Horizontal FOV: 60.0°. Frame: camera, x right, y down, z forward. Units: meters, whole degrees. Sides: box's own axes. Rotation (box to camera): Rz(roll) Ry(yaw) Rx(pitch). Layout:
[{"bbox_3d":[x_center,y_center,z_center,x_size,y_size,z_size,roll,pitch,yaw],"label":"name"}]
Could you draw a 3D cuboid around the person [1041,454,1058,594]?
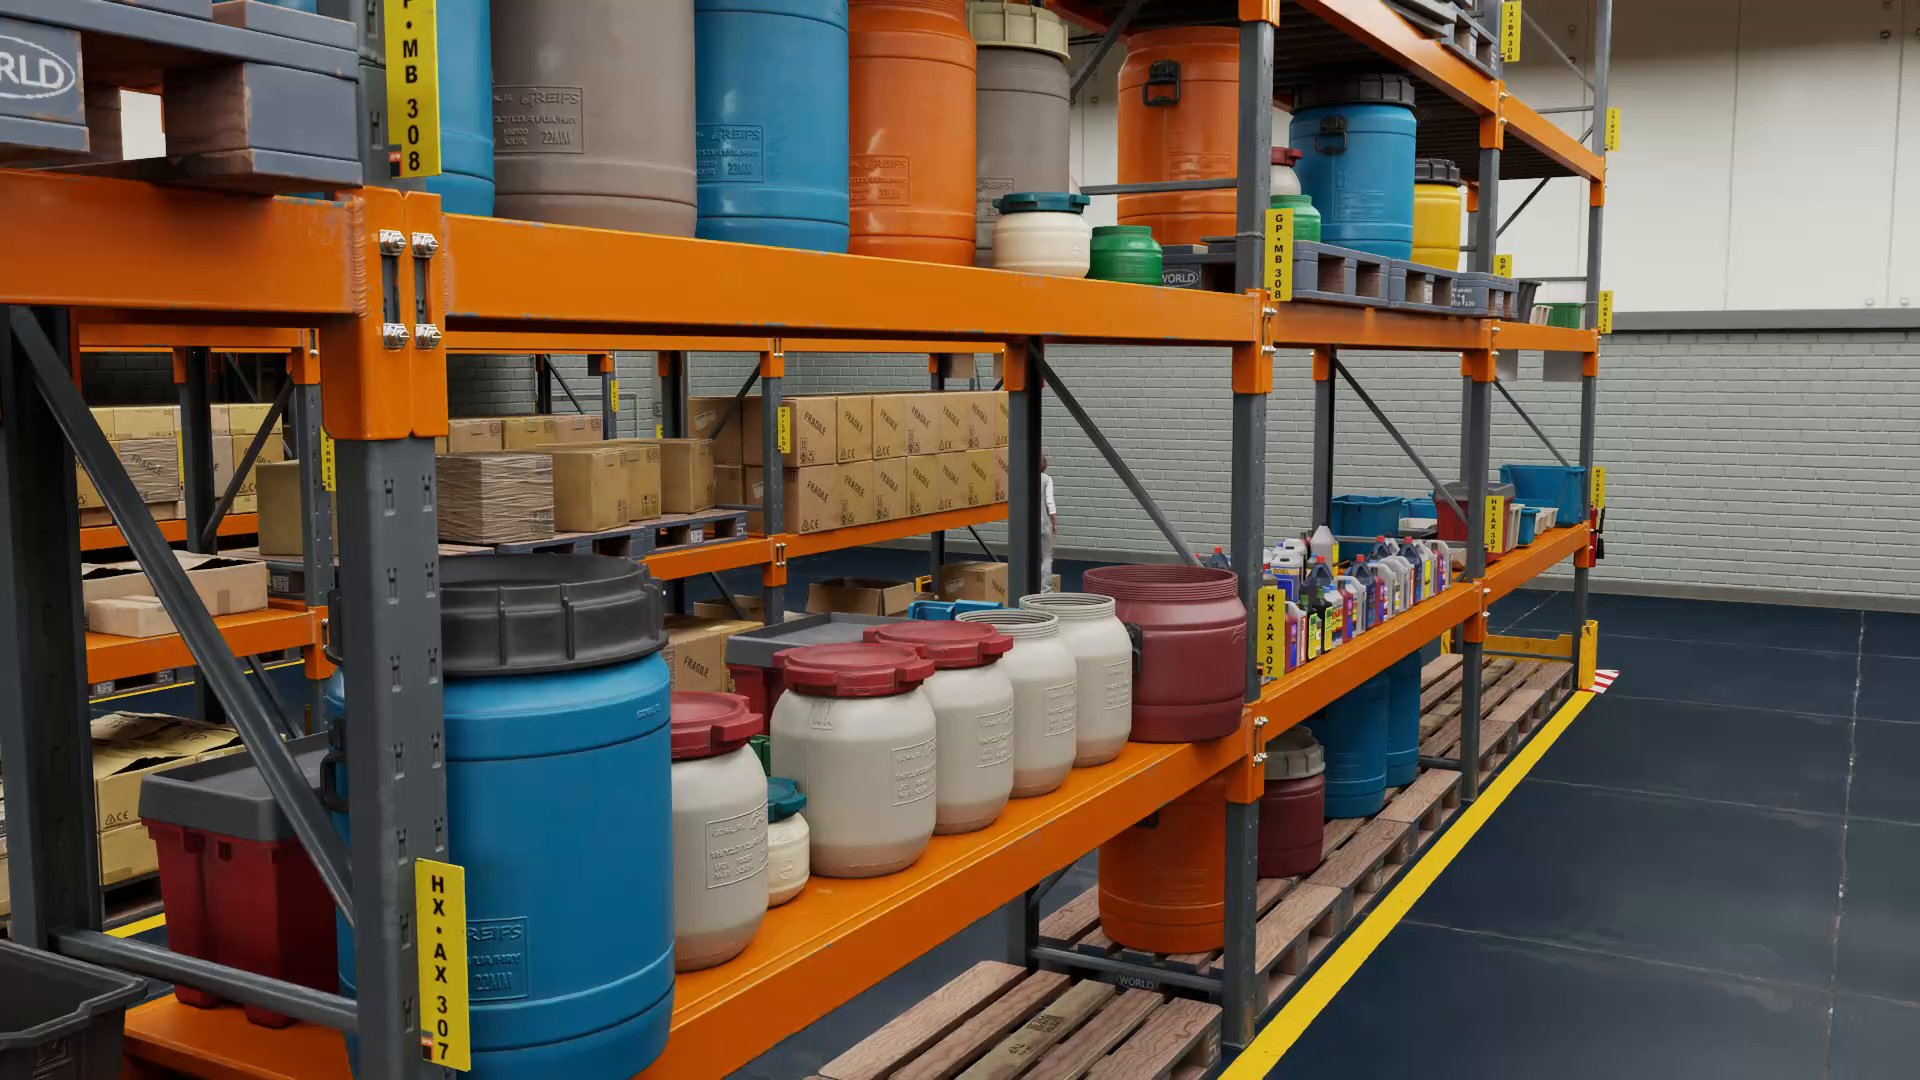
[{"bbox_3d":[0.823,-0.128,17.811,0.461,1.582,0.343,3,7,29],"label":"person"}]
